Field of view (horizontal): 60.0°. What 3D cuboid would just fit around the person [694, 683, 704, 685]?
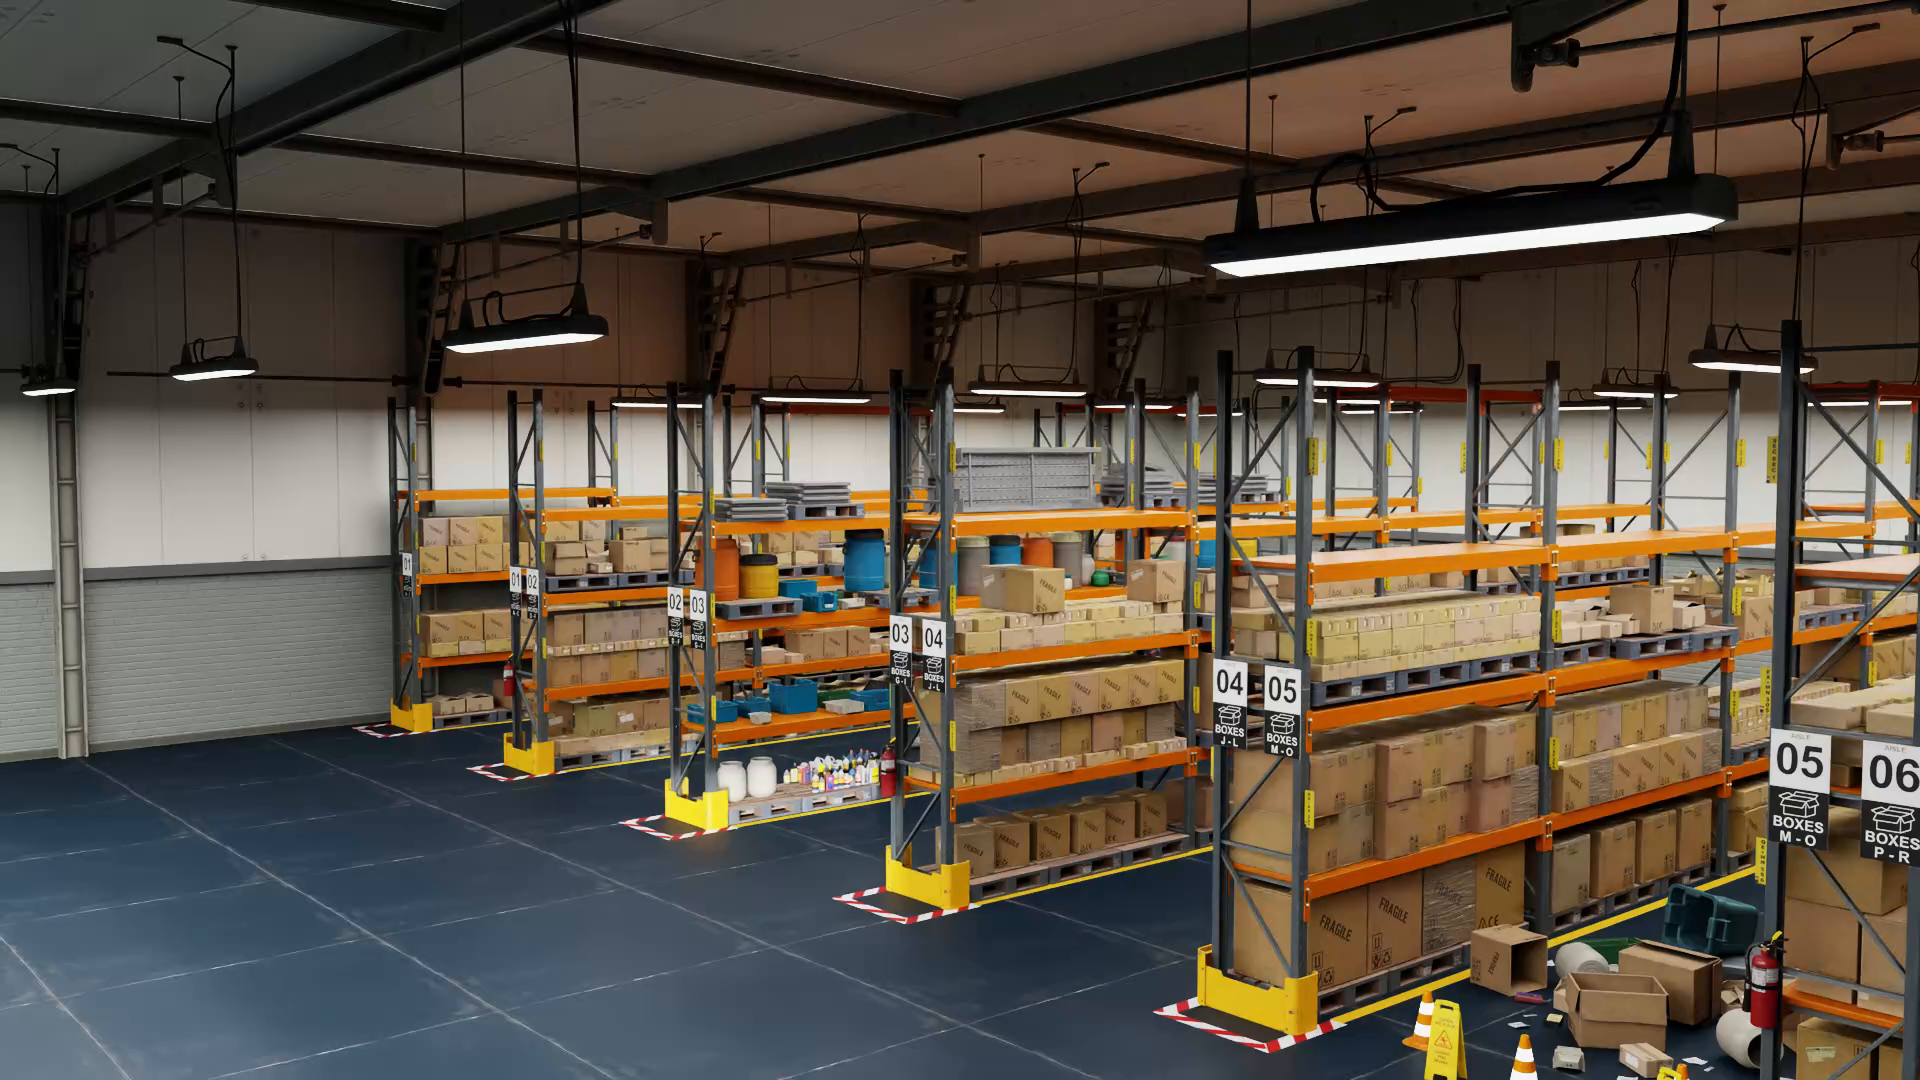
[{"bbox_3d":[-4.707,2.563,30.211,0.461,1.685,0.380,-2,4,-36],"label":"person"}]

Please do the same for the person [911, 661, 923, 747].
[{"bbox_3d":[-0.536,2.603,28.272,0.402,1.793,0.602,3,4,41],"label":"person"}]
